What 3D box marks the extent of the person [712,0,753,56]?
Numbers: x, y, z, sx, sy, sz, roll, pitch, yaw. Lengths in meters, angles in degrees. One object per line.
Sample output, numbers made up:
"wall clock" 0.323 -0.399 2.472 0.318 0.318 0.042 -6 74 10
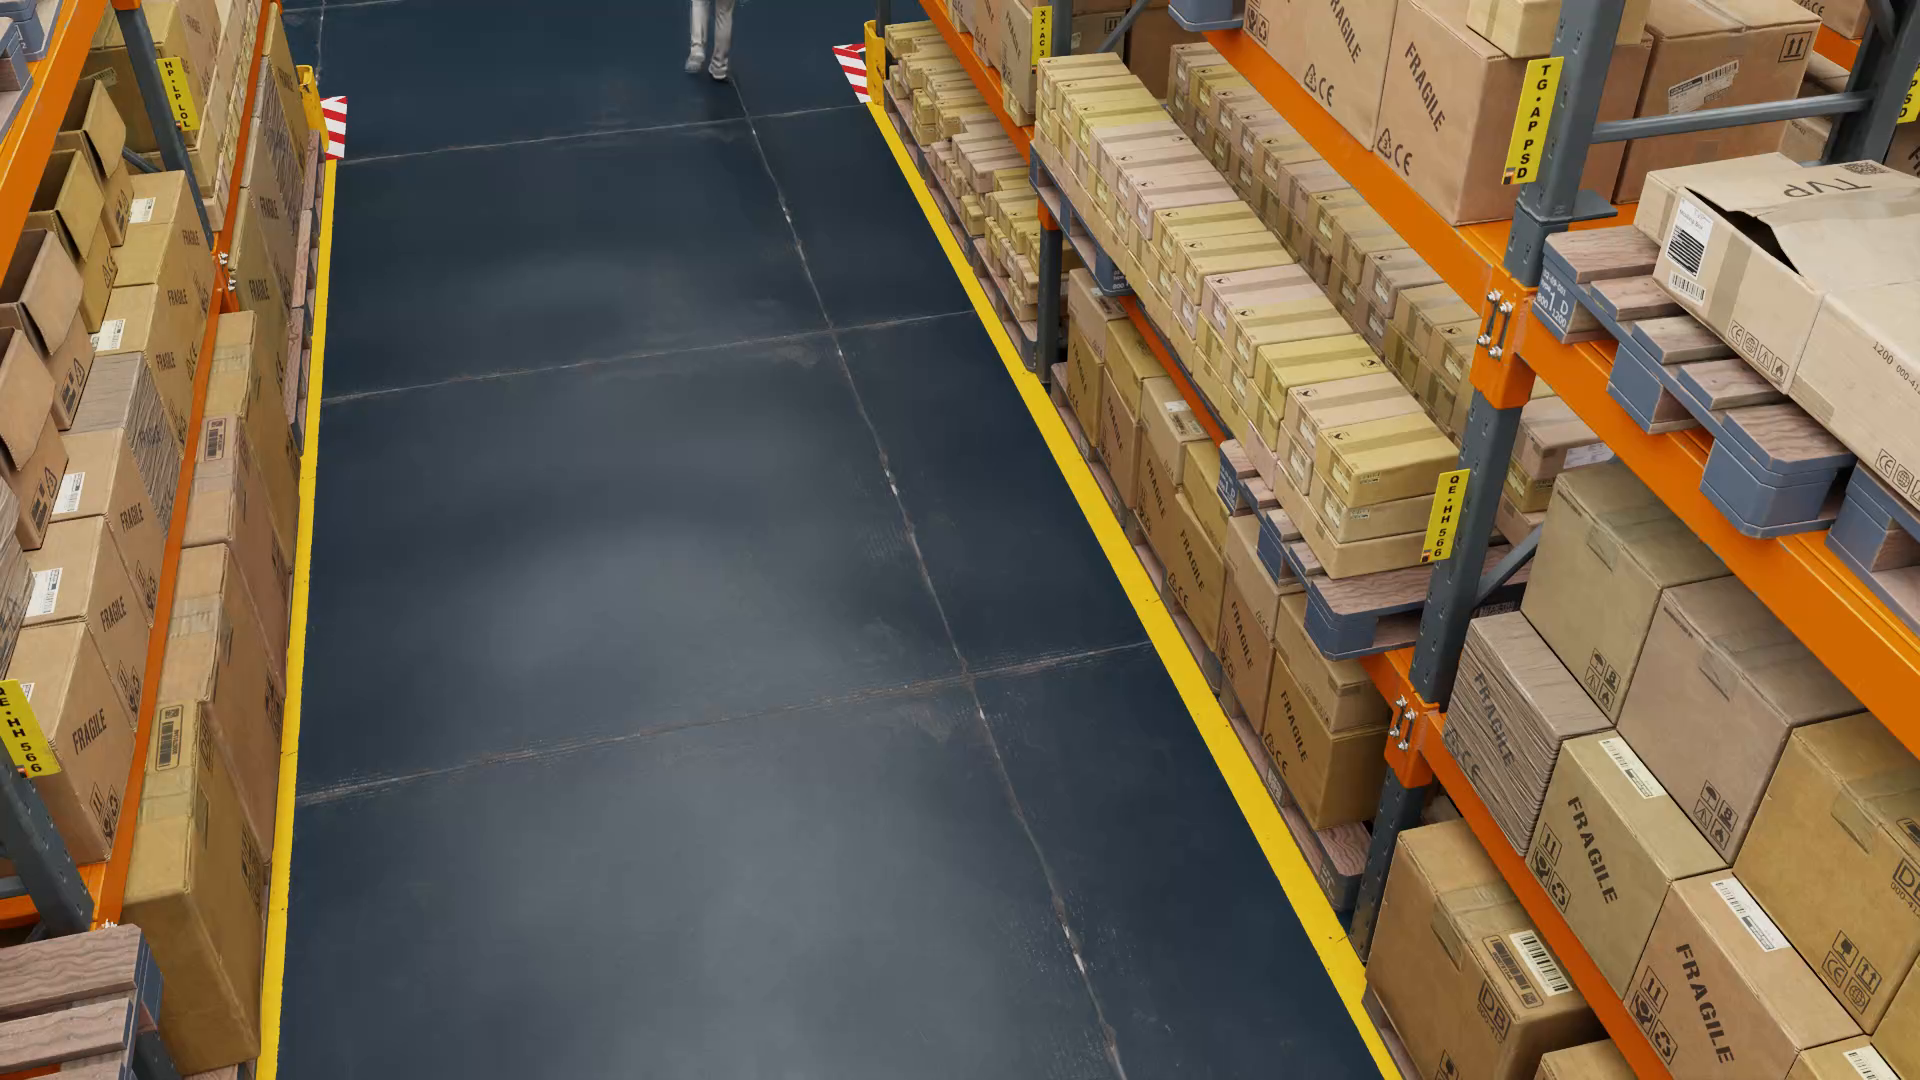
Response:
"person" -1.693 -4.351 12.202 0.603 1.637 0.764 8 39 10
